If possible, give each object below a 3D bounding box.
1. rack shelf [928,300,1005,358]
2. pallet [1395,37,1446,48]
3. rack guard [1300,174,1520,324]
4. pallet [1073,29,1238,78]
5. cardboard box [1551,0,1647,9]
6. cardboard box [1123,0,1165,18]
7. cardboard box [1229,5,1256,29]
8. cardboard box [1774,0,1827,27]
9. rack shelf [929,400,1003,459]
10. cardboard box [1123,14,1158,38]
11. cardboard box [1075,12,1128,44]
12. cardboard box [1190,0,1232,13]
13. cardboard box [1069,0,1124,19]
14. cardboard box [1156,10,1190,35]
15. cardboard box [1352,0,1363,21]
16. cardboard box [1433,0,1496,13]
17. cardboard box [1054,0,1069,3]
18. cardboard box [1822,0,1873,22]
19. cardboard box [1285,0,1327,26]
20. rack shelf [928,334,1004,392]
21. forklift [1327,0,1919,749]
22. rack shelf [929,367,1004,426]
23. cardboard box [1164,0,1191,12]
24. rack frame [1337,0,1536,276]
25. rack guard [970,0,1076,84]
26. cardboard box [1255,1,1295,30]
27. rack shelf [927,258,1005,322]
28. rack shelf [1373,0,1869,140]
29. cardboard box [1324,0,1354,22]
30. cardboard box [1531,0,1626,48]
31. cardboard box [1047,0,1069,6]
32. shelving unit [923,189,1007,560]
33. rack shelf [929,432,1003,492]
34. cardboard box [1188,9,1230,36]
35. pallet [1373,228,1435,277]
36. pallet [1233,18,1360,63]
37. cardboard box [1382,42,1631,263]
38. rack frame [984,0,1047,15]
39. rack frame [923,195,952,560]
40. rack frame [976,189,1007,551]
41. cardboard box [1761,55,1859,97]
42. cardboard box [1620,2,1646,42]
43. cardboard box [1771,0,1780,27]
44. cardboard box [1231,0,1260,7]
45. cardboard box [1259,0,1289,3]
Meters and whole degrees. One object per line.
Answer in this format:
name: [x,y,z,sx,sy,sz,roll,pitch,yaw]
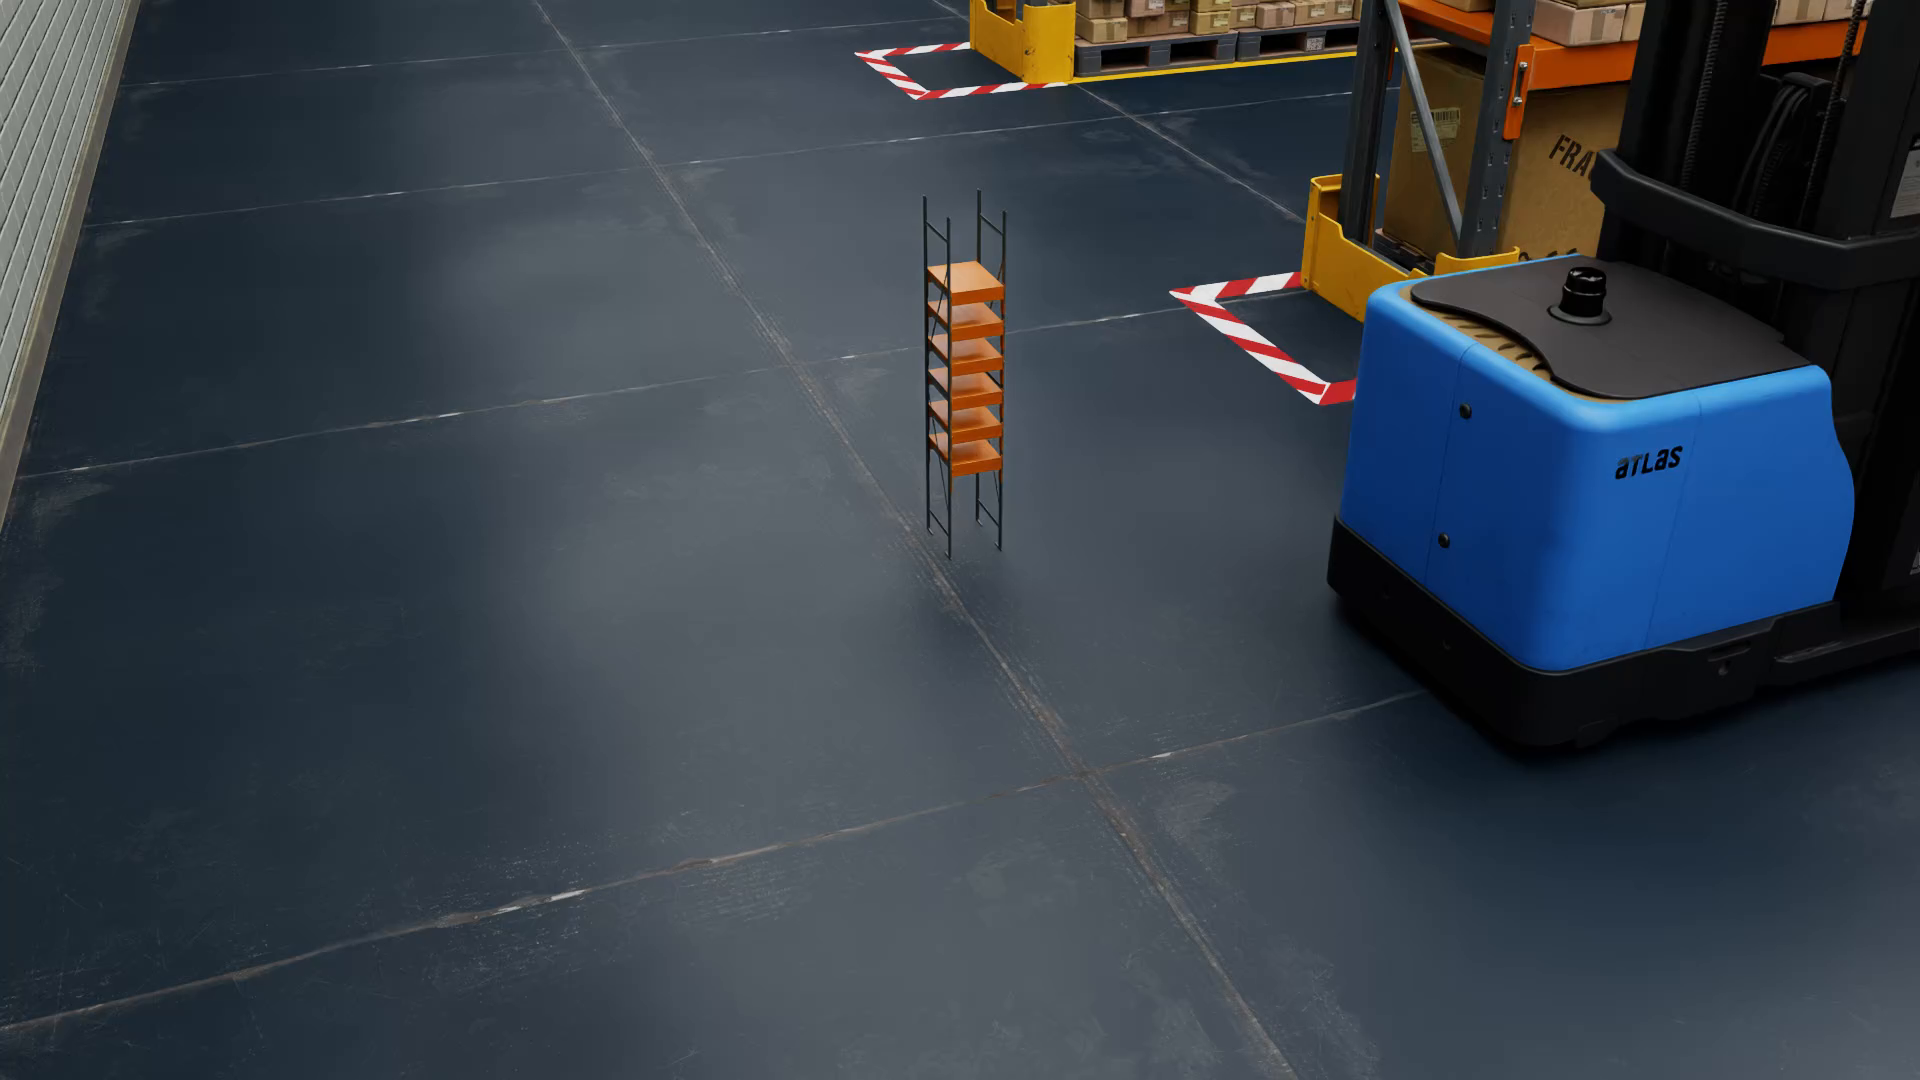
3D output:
rack shelf: [0.014,-0.694,5.361,0.180,0.103,0.258,-10,31,-18]
pallet: [3.477,-3.962,12.492,1.213,0.211,1.003,-10,31,-18]
rack guard: [1.957,-1.207,7.364,0.348,0.500,1.175,-10,31,-18]
pallet: [1.190,-3.541,11.753,1.213,0.211,1.003,-10,31,-18]
cardboard box: [2.524,-2.319,6.641,0.500,0.250,0.500,-11,32,-19]
cardboard box: [1.202,-3.681,11.337,0.250,0.149,0.380,-11,31,-18]
cardboard box: [1.879,-3.712,11.692,0.250,0.149,0.380,-10,31,-18]
cardboard box: [3.390,-2.275,6.966,0.250,0.149,0.380,-11,31,-19]
rack shelf: [0.014,-0.381,5.539,0.180,0.103,0.258,-10,31,-18]
cardboard box: [1.165,-3.585,11.468,0.250,0.149,0.380,-11,31,-18]
cardboard box: [0.948,-3.502,11.322,0.250,0.149,0.380,-10,31,-17]
cardboard box: [1.679,-3.759,11.472,0.250,0.149,0.380,-9,31,-16]
cardboard box: [0.926,-3.660,11.300,0.250,0.149,0.380,-9,31,-16]
cardboard box: [1.395,-3.631,11.549,0.250,0.149,0.380,-10,31,-17]
cardboard box: [2.875,-3.846,11.926,0.250,0.149,0.380,-11,31,-18]
cardboard box: [2.199,-2.402,7.190,0.250,0.149,0.380,-10,31,-17]
cardboard box: [0.740,-3.912,11.742,0.250,0.149,0.380,-11,32,-19]
cardboard box: [3.632,-2.319,7.045,0.250,0.149,0.380,-11,31,-18]
cardboard box: [2.393,-3.775,11.801,0.250,0.149,0.380,-10,31,-18]
rack shelf: [0.014,-0.589,5.420,0.180,0.103,0.258,-10,31,-18]
forklift: [2.753,-1.147,4.803,3.031,2.935,1.130,-11,32,-19]
rack shelf: [0.014,-0.485,5.479,0.180,0.103,0.258,-10,31,-18]
cardboard box: [1.401,-3.765,11.483,0.250,0.149,0.380,-10,31,-17]
rack frame: [1.980,-2.297,6.752,0.127,3.000,1.000,-10,31,-18]
rack guard: [0.416,-3.543,11.464,0.348,0.500,1.175,-10,31,-18]
cardboard box: [2.142,-3.715,11.696,0.250,0.149,0.380,-12,32,-20]
rack shelf: [0.014,-0.798,5.301,0.180,0.103,0.258,-10,31,-18]
rack shelf: [3.854,-2.330,7.536,4.000,0.370,1.077,-10,31,-18]
cardboard box: [2.607,-3.832,11.901,0.250,0.149,0.380,-10,31,-17]
cardboard box: [2.428,-2.096,6.653,0.250,0.149,0.380,-10,31,-17]
cardboard box: [0.766,-3.747,11.753,0.250,0.149,0.380,-10,31,-17]
shelving unit: [0.014,-0.524,5.457,0.189,1.200,0.258,-10,31,-18]
rack shelf: [0.014,-0.277,5.598,0.180,0.103,0.258,-10,31,-18]
cardboard box: [1.673,-3.624,11.537,0.250,0.149,0.380,-10,31,-17]
pallet: [2.702,-1.260,7.748,1.213,0.211,1.003,-10,31,-18]
pallet: [2.332,-3.750,12.119,1.213,0.211,1.003,-10,31,-18]
cardboard box: [2.552,-1.704,7.433,0.875,0.875,0.875,-10,31,-18]
rack frame: [0.345,-4.616,10.822,0.127,3.000,1.000,-10,31,-18]
rack frame: [-0.072,-0.508,5.430,0.006,1.200,0.240,-10,31,-18]
rack frame: [0.099,-0.540,5.485,0.006,1.200,0.240,-10,31,-18]
cardboard box: [3.405,-1.861,7.709,0.875,0.875,0.875,-10,31,-18]
cardboard box: [2.668,-2.141,6.732,0.250,0.149,0.380,-11,31,-18]
cardboard box: [3.152,-2.231,6.890,0.250,0.149,0.380,-11,31,-18]
cardboard box: [1.894,-3.849,11.630,0.250,0.149,0.380,-12,32,-20]
cardboard box: [2.134,-3.915,11.746,0.250,0.149,0.380,-9,31,-15]
